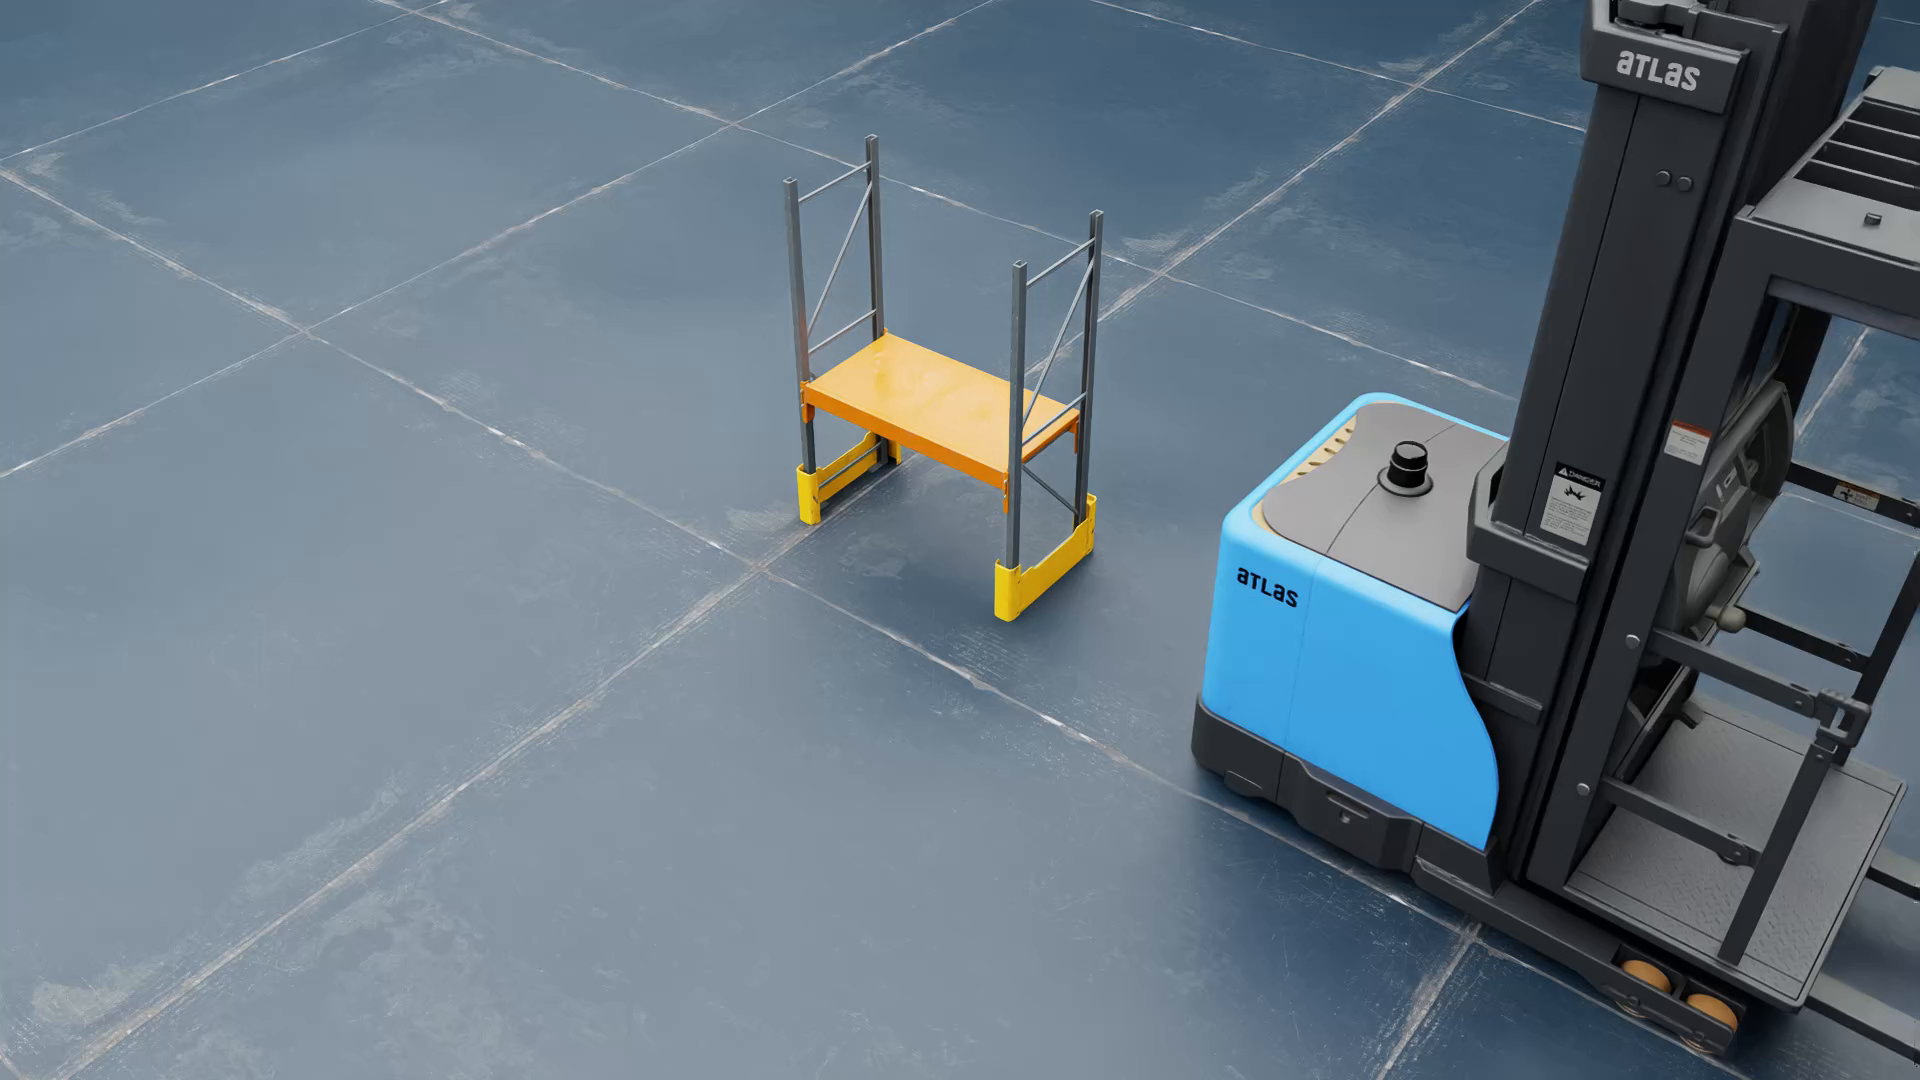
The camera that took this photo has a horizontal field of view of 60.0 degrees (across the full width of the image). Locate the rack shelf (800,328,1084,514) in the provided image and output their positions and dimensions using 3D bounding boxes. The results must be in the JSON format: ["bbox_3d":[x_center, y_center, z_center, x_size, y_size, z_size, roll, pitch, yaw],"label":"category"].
[{"bbox_3d":[-0.068,-0.481,6.439,1.000,0.185,0.538,25,45,29],"label":"rack shelf"}]

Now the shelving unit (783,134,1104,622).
[{"bbox_3d":[-0.061,-0.619,6.324,1.083,1.500,0.587,25,45,29],"label":"shelving unit"}]

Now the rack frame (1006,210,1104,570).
[{"bbox_3d":[0.336,-0.432,6.085,0.032,1.500,0.500,25,45,29],"label":"rack frame"}]

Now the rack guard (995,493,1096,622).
[{"bbox_3d":[0.335,0.060,6.471,0.087,0.250,0.587,25,45,29],"label":"rack guard"}]

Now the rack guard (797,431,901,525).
[{"bbox_3d":[-0.456,-0.313,6.948,0.087,0.250,0.587,25,45,29],"label":"rack guard"}]

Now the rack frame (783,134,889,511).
[{"bbox_3d":[-0.472,-0.813,6.572,0.032,1.500,0.500,25,45,29],"label":"rack frame"}]

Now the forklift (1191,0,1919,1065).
[{"bbox_3d":[2.260,-0.037,4.419,3.031,2.935,1.130,26,45,30],"label":"forklift"}]
